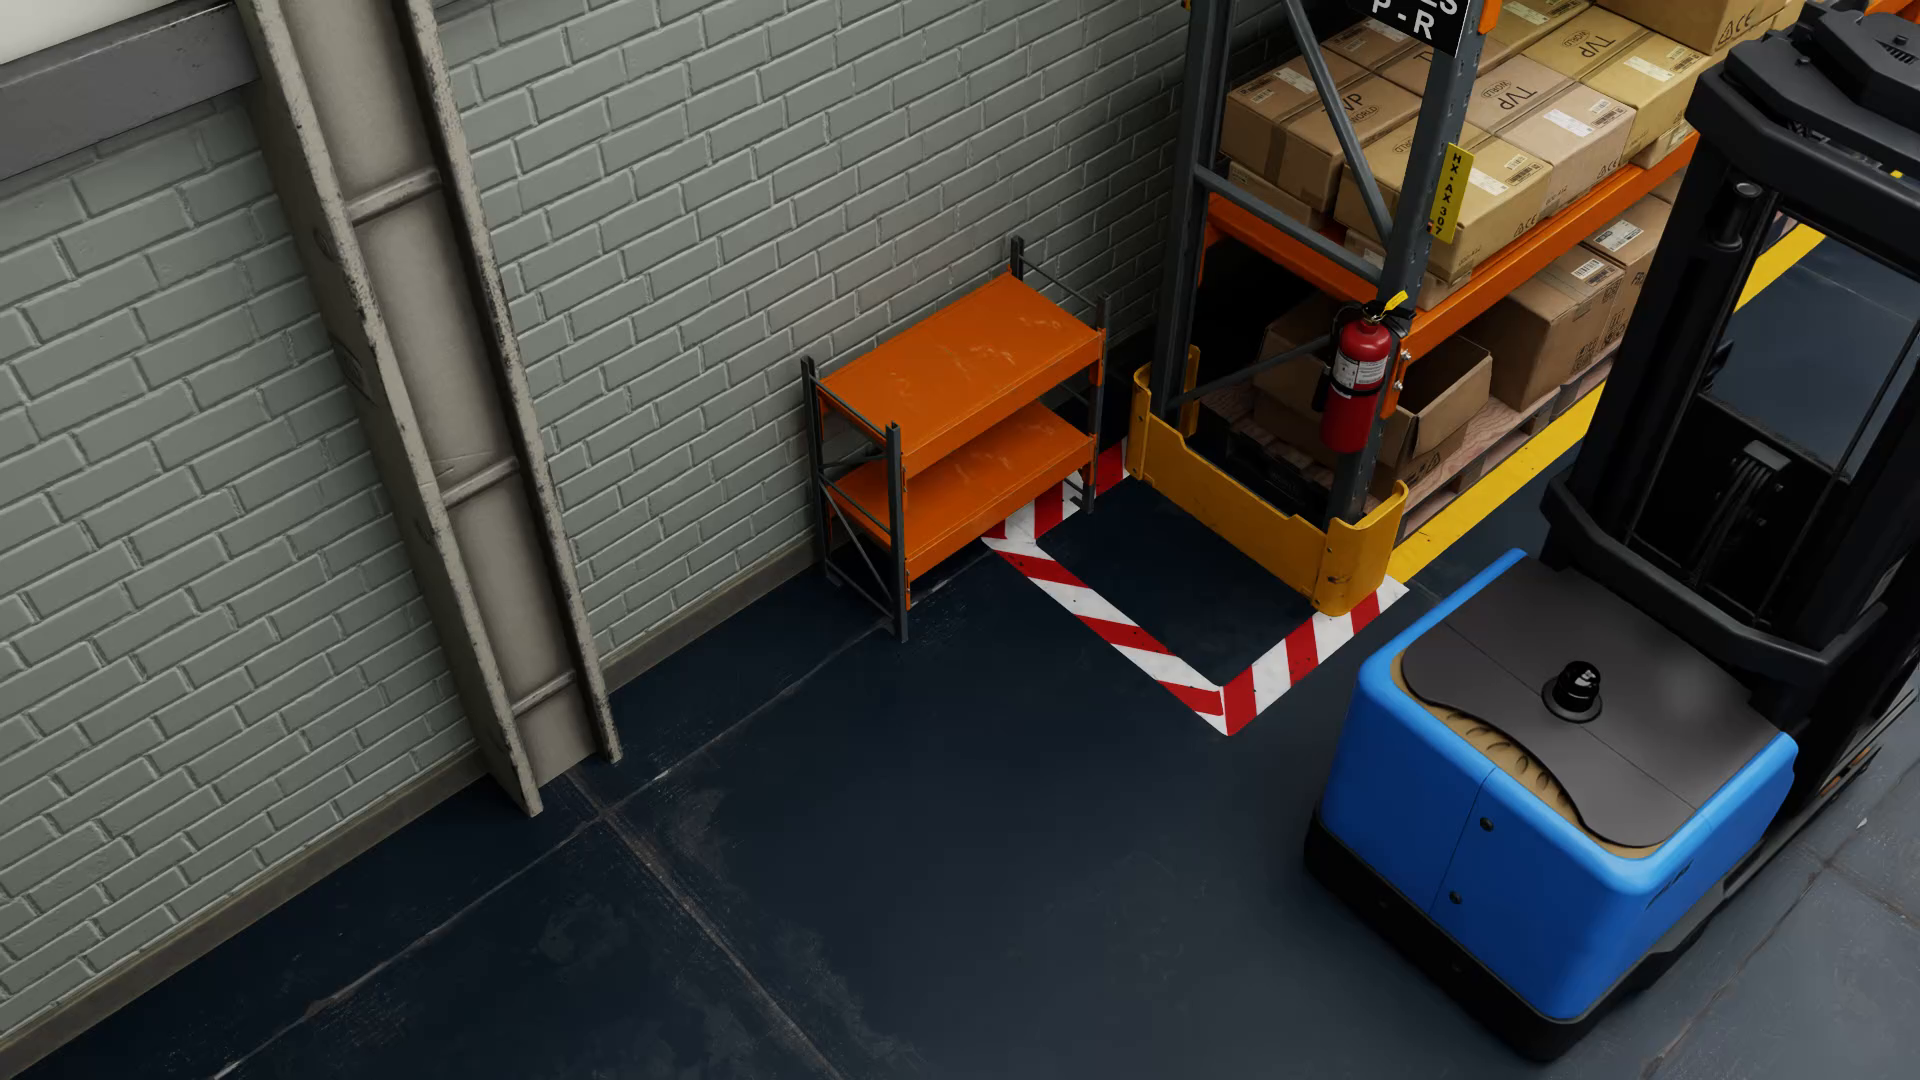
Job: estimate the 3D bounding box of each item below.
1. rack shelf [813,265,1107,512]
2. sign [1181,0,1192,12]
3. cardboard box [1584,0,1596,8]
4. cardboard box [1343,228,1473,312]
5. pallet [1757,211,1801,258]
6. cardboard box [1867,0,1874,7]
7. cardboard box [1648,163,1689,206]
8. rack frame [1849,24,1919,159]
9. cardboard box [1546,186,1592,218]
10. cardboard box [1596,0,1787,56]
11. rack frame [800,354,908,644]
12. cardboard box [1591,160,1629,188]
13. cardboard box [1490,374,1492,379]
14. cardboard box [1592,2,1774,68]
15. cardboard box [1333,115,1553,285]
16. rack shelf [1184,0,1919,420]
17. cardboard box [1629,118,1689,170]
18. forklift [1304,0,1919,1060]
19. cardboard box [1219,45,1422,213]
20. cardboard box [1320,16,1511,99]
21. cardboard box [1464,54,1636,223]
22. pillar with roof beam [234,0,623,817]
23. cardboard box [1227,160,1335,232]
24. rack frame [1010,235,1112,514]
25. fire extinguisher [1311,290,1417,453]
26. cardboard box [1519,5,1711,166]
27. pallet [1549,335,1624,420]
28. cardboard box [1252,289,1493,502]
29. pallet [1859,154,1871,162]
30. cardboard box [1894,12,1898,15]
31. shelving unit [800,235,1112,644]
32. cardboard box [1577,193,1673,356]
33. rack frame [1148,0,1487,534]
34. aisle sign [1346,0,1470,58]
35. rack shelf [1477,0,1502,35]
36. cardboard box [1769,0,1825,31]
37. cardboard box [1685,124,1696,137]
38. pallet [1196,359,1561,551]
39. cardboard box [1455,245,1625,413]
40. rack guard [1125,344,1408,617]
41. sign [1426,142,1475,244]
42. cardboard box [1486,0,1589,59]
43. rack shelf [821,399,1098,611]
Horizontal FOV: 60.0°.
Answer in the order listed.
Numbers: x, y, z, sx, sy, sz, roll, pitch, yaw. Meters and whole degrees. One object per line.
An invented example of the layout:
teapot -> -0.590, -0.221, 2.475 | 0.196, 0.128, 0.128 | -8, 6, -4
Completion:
rack shelf -> -0.004, -0.576, 6.118 | 1.000, 0.278, 0.538 | -34, 56, -27
sign -> 0.776, -1.874, 5.436 | 0.005, 0.325, 0.100 | -34, 56, -27
cardboard box -> 2.435, -2.239, 6.675 | 0.500, 0.250, 0.500 | -34, 56, -27
cardboard box -> 1.562, -0.991, 5.794 | 0.250, 0.149, 0.380 | -34, 56, -27
pallet -> 3.585, -1.756, 8.227 | 1.213, 0.211, 1.003 | -34, 56, -27
cardboard box -> 3.674, -2.378, 7.074 | 0.250, 0.149, 0.380 | -32, 55, -26
cardboard box -> 3.077, -1.523, 7.529 | 0.500, 0.500, 0.700 | -36, 57, -28
rack frame -> 4.094, -3.040, 7.514 | 0.127, 3.000, 1.000 | -34, 56, -27
cardboard box -> 2.118, -1.382, 6.155 | 0.250, 0.149, 0.380 | -32, 55, -26
cardboard box -> 2.761, -2.187, 6.116 | 0.500, 0.500, 0.500 | -32, 55, -26
rack frame -> -0.379, -0.126, 6.101 | 0.032, 1.125, 0.500 | -34, 56, -27
cardboard box -> 2.311, -1.517, 6.279 | 0.250, 0.149, 0.380 | -33, 55, -27
cardboard box -> 1.991, -0.678, 6.989 | 0.250, 0.149, 0.380 | -36, 57, -28
cardboard box -> 2.761, -1.957, 6.414 | 0.500, 0.250, 0.500 | -35, 56, -28
cardboard box -> 1.651, -1.191, 5.707 | 0.500, 0.250, 0.500 | -33, 56, -27
rack shelf -> 2.614, -1.808, 6.866 | 4.000, 0.370, 1.077 | -34, 56, -27
cardboard box -> 2.549, -1.601, 6.357 | 0.250, 0.149, 0.380 | -35, 56, -28
forklift -> 2.629, -0.308, 5.040 | 3.031, 2.935, 1.130 | -32, 55, -26
cardboard box -> 1.296, -1.484, 5.978 | 0.500, 0.250, 0.500 | -32, 55, -26
cardboard box -> 1.678, -1.739, 6.213 | 0.500, 0.250, 0.500 | -34, 56, -27
cardboard box -> 2.024, -1.440, 5.937 | 0.500, 0.250, 0.500 | -33, 55, -27
pillar with roof beam -> 1.429, 0.087, 0.547 | 0.400, 9.000, 9.100 | -34, 56, -27
cardboard box -> 1.199, -1.287, 6.068 | 0.250, 0.149, 0.380 | -34, 56, -28
rack frame -> 0.372, -0.630, 6.566 | 0.032, 1.125, 0.500 | -34, 56, -27
fire extinguisher -> 1.336, -0.586, 5.556 | 0.183, 0.674, 0.296 | -34, 56, -27
cardboard box -> 2.397, -1.692, 6.170 | 0.500, 0.250, 0.500 | -35, 56, -28
pallet -> 2.682, -1.149, 7.667 | 1.213, 0.211, 1.003 | -34, 56, -27
cardboard box -> 1.651, -0.609, 6.684 | 0.637, 0.503, 0.797 | -36, 57, -28
pallet -> 4.670, -2.517, 8.929 | 1.213, 0.211, 1.003 | -34, 56, -27
cardboard box -> 4.538, -2.588, 8.071 | 0.250, 0.149, 0.380 | -31, 55, -26
shelving unit -> -0.004, -0.378, 6.333 | 1.048, 1.125, 0.538 | -34, 56, -27
cardboard box -> 2.768, -1.217, 7.247 | 0.500, 0.500, 0.500 | -33, 55, -27
rack frame -> 1.134, -1.063, 5.690 | 0.127, 3.000, 1.000 | -34, 56, -27
aisle sign -> 1.281, -1.751, 4.556 | 0.004, 0.787, 0.394 | -34, 56, -27
rack shelf -> 2.614, -2.825, 5.764 | 4.000, 0.370, 1.077 | -34, 56, -27
cardboard box -> 3.142, -2.211, 6.649 | 0.500, 0.250, 0.500 | -34, 56, -27
cardboard box -> 2.730, -1.742, 6.487 | 0.250, 0.149, 0.380 | -33, 55, -26
pallet -> 1.780, -0.549, 7.113 | 1.213, 0.211, 1.003 | -34, 56, -27
cardboard box -> 2.309, -1.010, 7.056 | 0.500, 0.500, 0.700 | -32, 55, -26
rack guard -> 1.190, -0.253, 6.643 | 0.348, 0.500, 1.175 | -34, 56, -27
sign -> 1.499, -1.061, 5.099 | 0.005, 0.325, 0.100 | -34, 56, -27
cardboard box -> 2.048, -1.981, 6.437 | 0.500, 0.250, 0.500 | -32, 55, -26
rack shelf -> -0.004, -0.212, 6.513 | 1.000, 0.278, 0.538 | -34, 56, -27
